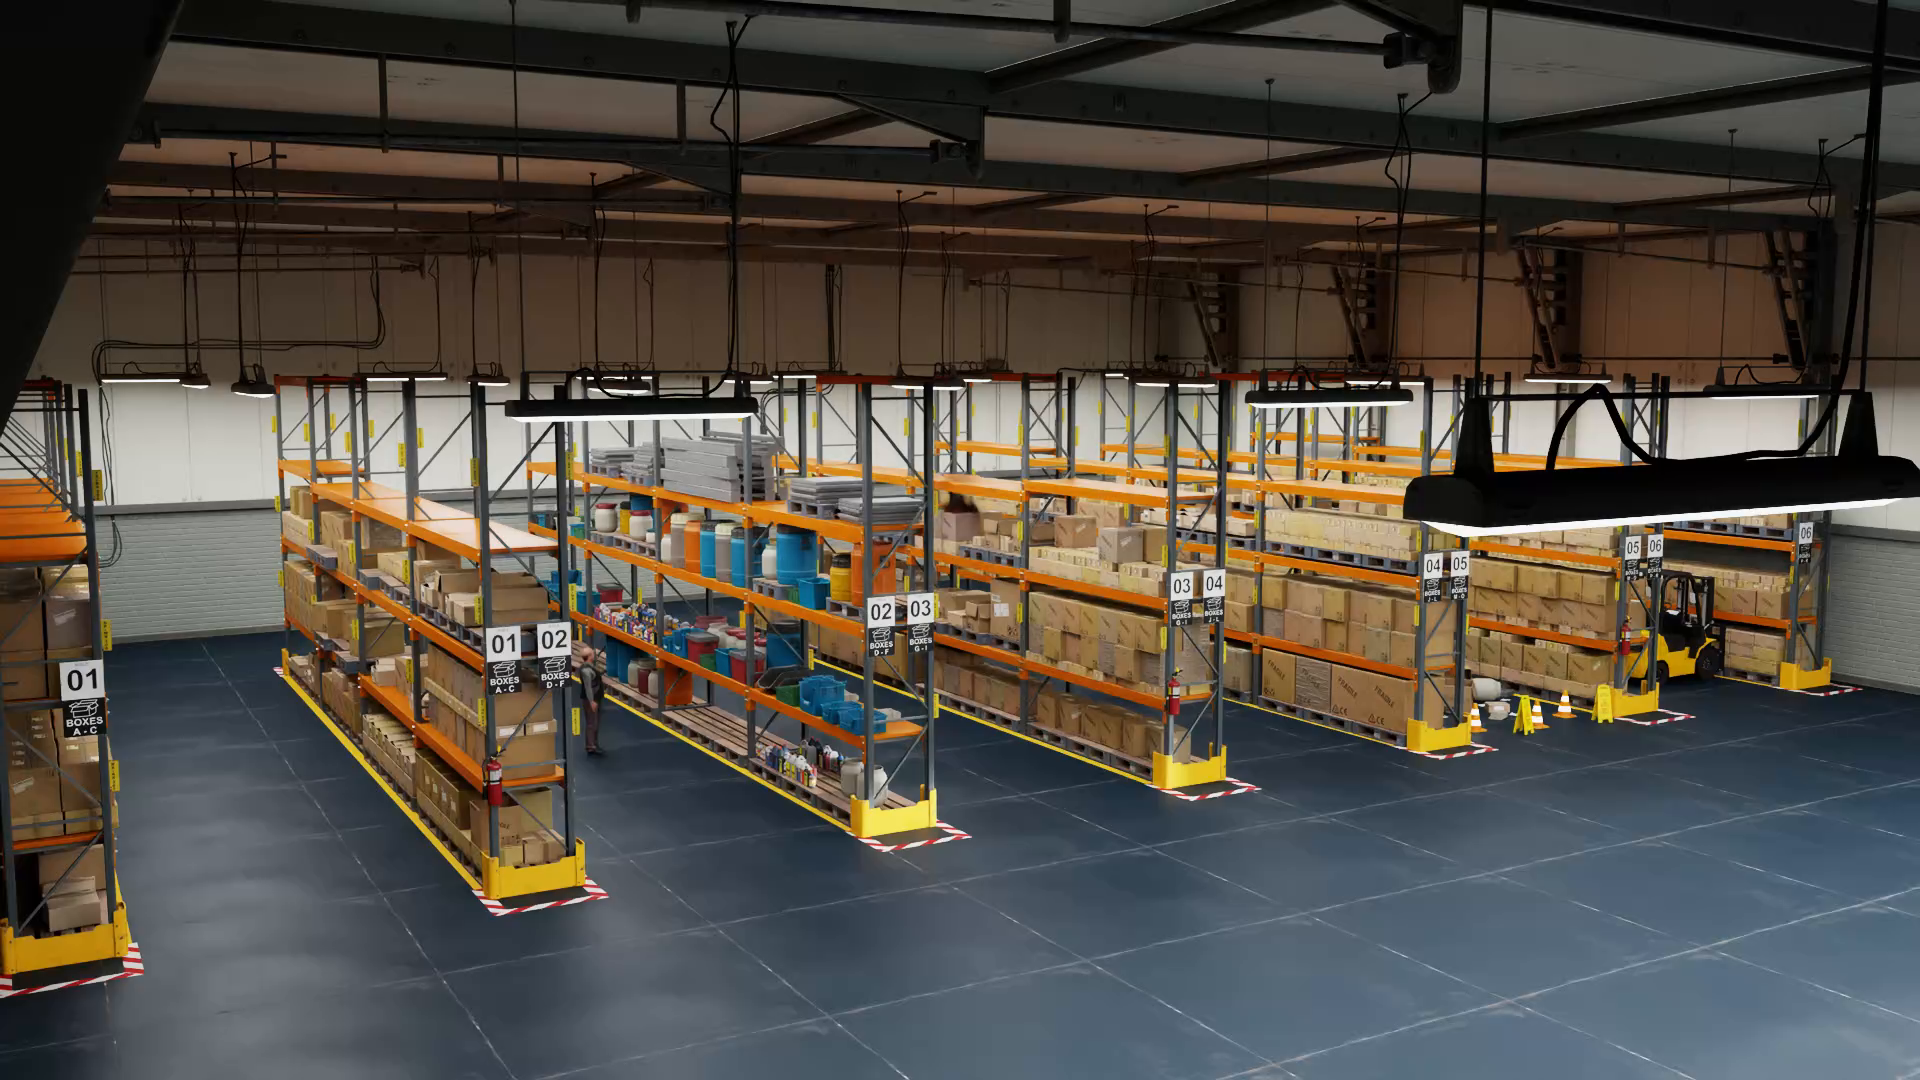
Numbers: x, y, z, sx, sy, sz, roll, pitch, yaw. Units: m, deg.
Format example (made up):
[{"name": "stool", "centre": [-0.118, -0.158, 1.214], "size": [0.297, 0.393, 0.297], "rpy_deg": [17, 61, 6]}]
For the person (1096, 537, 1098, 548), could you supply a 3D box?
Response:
[{"name": "person", "centre": [3.926, 0.460, 46.150], "size": [0.855, 1.632, 0.479], "rpy_deg": [-5, 8, -36]}]

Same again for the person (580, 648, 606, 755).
[{"name": "person", "centre": [-5.881, 2.584, 26.647], "size": [0.437, 1.747, 0.599], "rpy_deg": [1, 6, 5]}]
